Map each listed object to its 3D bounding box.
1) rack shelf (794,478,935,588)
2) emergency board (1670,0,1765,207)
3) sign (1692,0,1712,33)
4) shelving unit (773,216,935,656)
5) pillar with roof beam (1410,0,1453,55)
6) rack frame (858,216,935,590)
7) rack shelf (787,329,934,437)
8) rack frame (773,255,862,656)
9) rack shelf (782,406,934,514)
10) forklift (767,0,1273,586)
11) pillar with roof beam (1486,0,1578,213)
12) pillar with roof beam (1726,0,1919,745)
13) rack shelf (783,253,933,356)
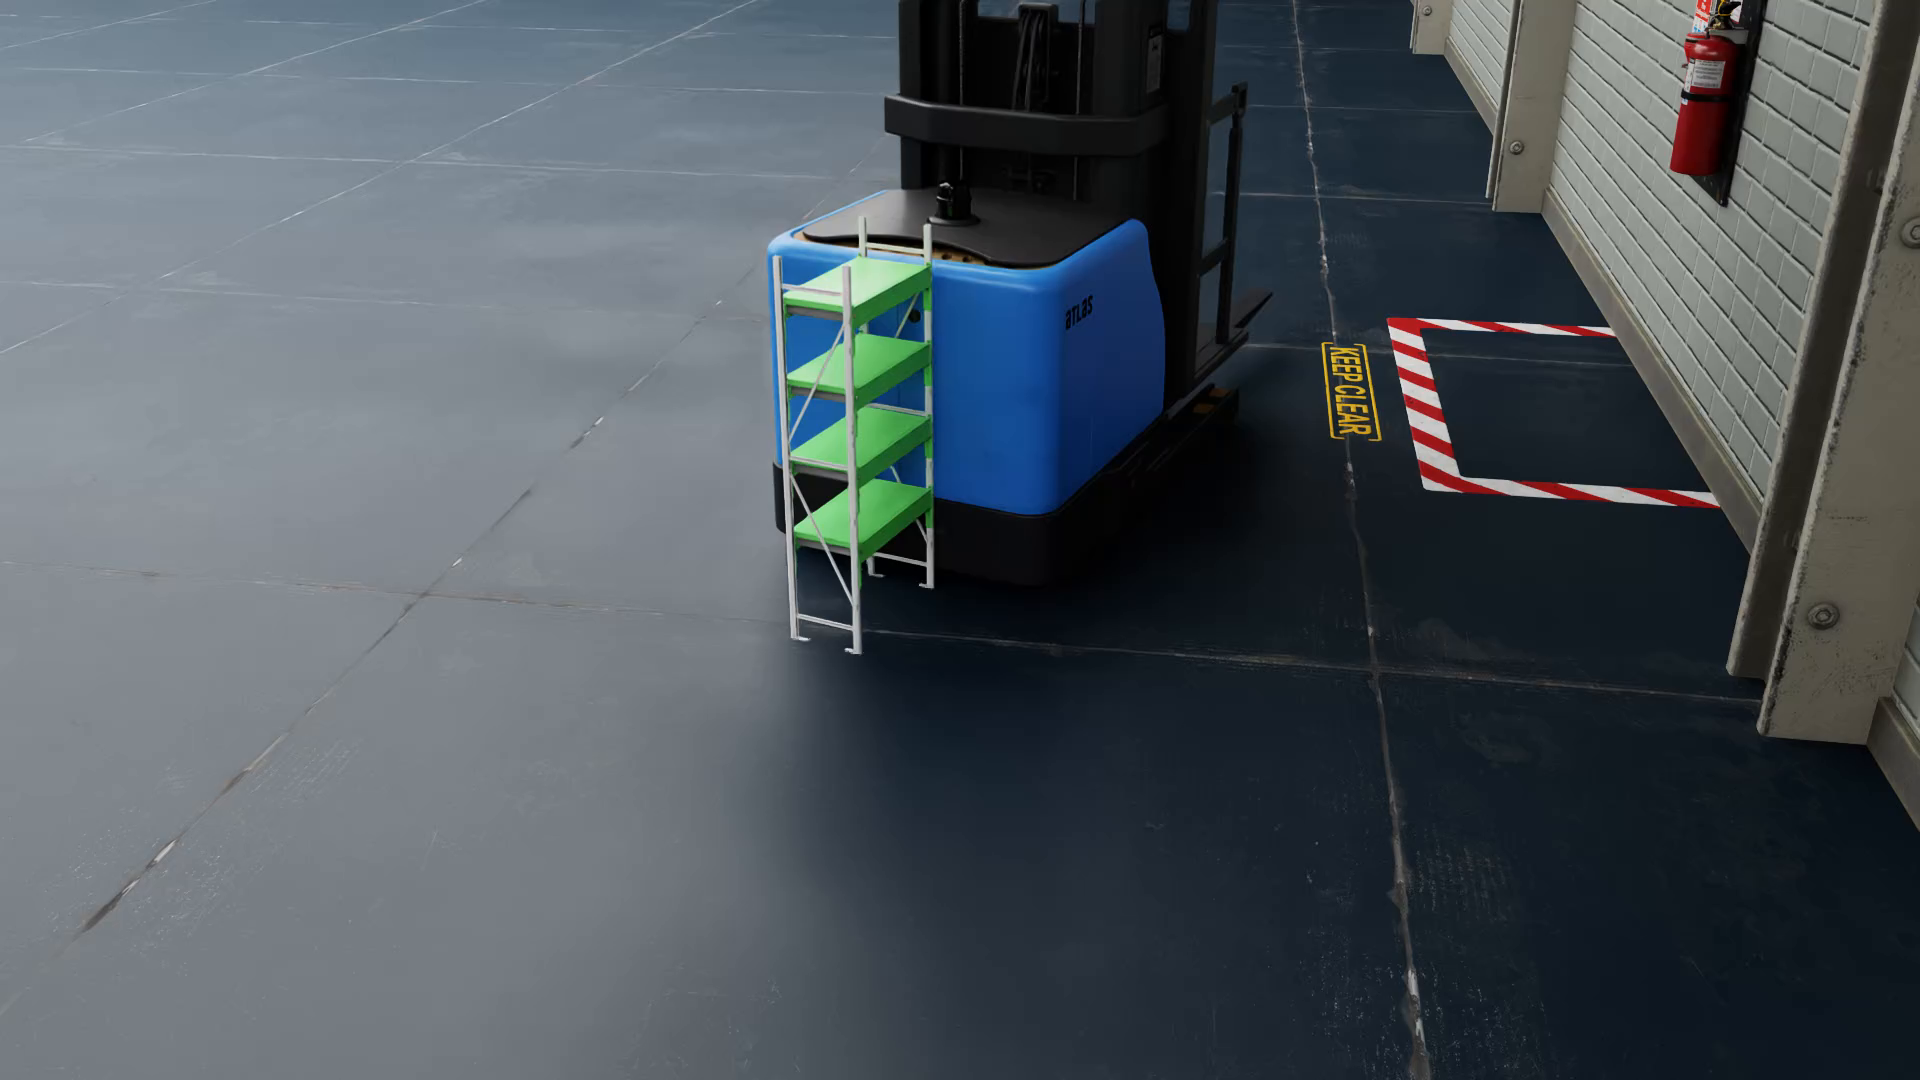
[{"bbox_3d":[-0.300,-0.038,5.133,0.258,0.148,0.480,12,27,23],"label":"rack shelf"},{"bbox_3d":[2.840,-1.921,6.315,0.194,1.169,0.643,4,25,9],"label":"emergency board"},{"bbox_3d":[3.032,-2.161,6.786,0.001,0.329,0.234,4,25,9],"label":"sign"},{"bbox_3d":[-0.300,-0.313,5.004,0.258,1.200,0.503,12,27,23],"label":"shelving unit"},{"bbox_3d":[0.112,-8.924,14.200,9.100,9.000,0.400,4,25,9],"label":"pillar with roof beam"},{"bbox_3d":[-0.194,-0.406,5.203,0.240,1.200,0.015,12,27,23],"label":"rack frame"},{"bbox_3d":[-0.300,-0.473,4.930,0.258,0.148,0.480,12,27,23],"label":"rack shelf"},{"bbox_3d":[-0.407,-0.220,4.805,0.240,1.200,0.015,12,27,23],"label":"rack frame"},{"bbox_3d":[-0.300,-0.256,5.031,0.258,0.148,0.480,12,27,23],"label":"rack shelf"},{"bbox_3d":[0.475,-1.774,6.083,1.130,2.935,3.031,12,28,24],"label":"forklift"},{"bbox_3d":[-0.868,-6.415,8.839,9.100,9.000,0.400,4,25,9],"label":"pillar with roof beam"},{"bbox_3d":[-1.849,-3.905,3.478,9.100,9.000,0.400,4,25,9],"label":"pillar with roof beam"},{"bbox_3d":[-0.300,-0.690,4.828,0.258,0.148,0.480,12,27,23],"label":"rack shelf"}]
